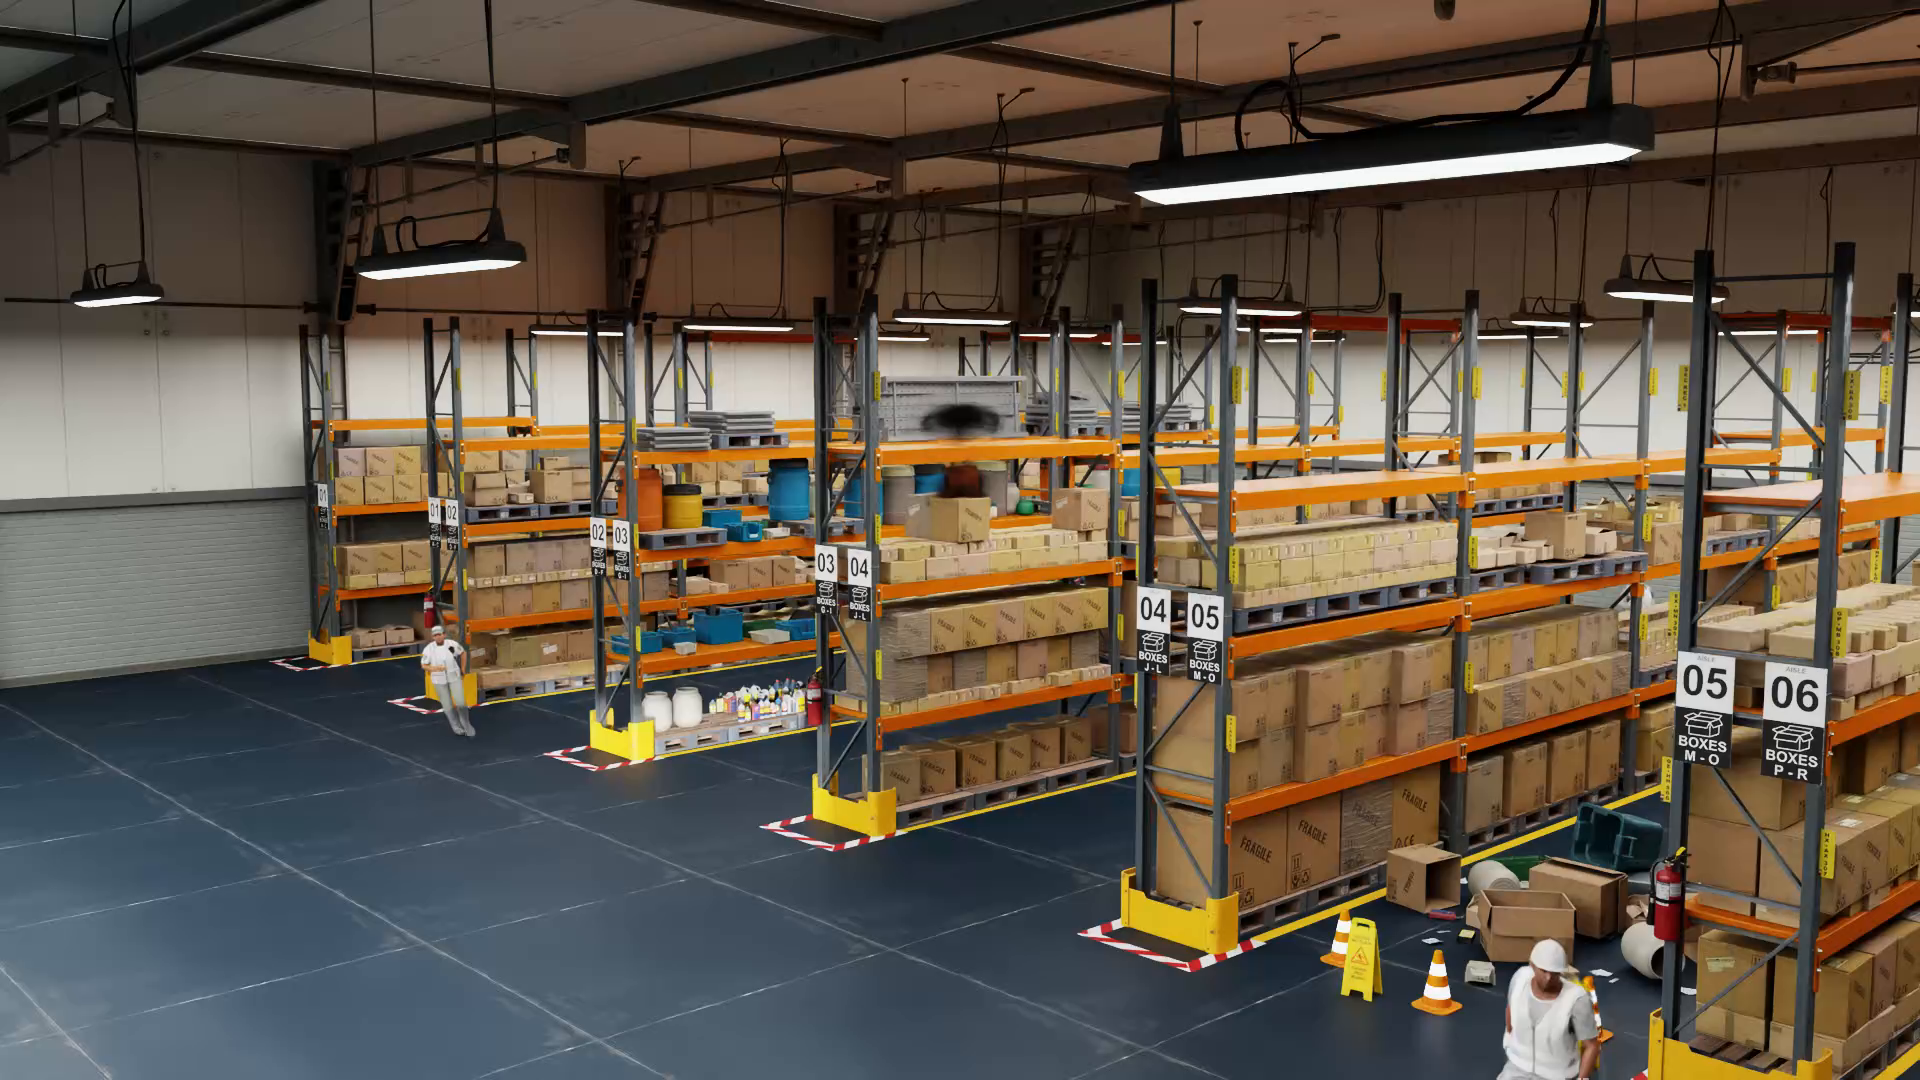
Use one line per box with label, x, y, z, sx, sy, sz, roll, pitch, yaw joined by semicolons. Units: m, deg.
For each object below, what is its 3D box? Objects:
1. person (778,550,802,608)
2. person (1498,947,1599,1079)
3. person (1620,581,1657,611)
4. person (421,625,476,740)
person;-3.565;0.884;34.395;0.613;1.659;0.948;3;6;25
person;3.564;3.286;10.197;0.702;1.698;0.774;4;7;37
person;11.692;1.402;28.599;0.674;1.762;0.969;0;6;3
person;-7.221;2.002;23.444;0.709;1.658;0.630;-2;6;-16
